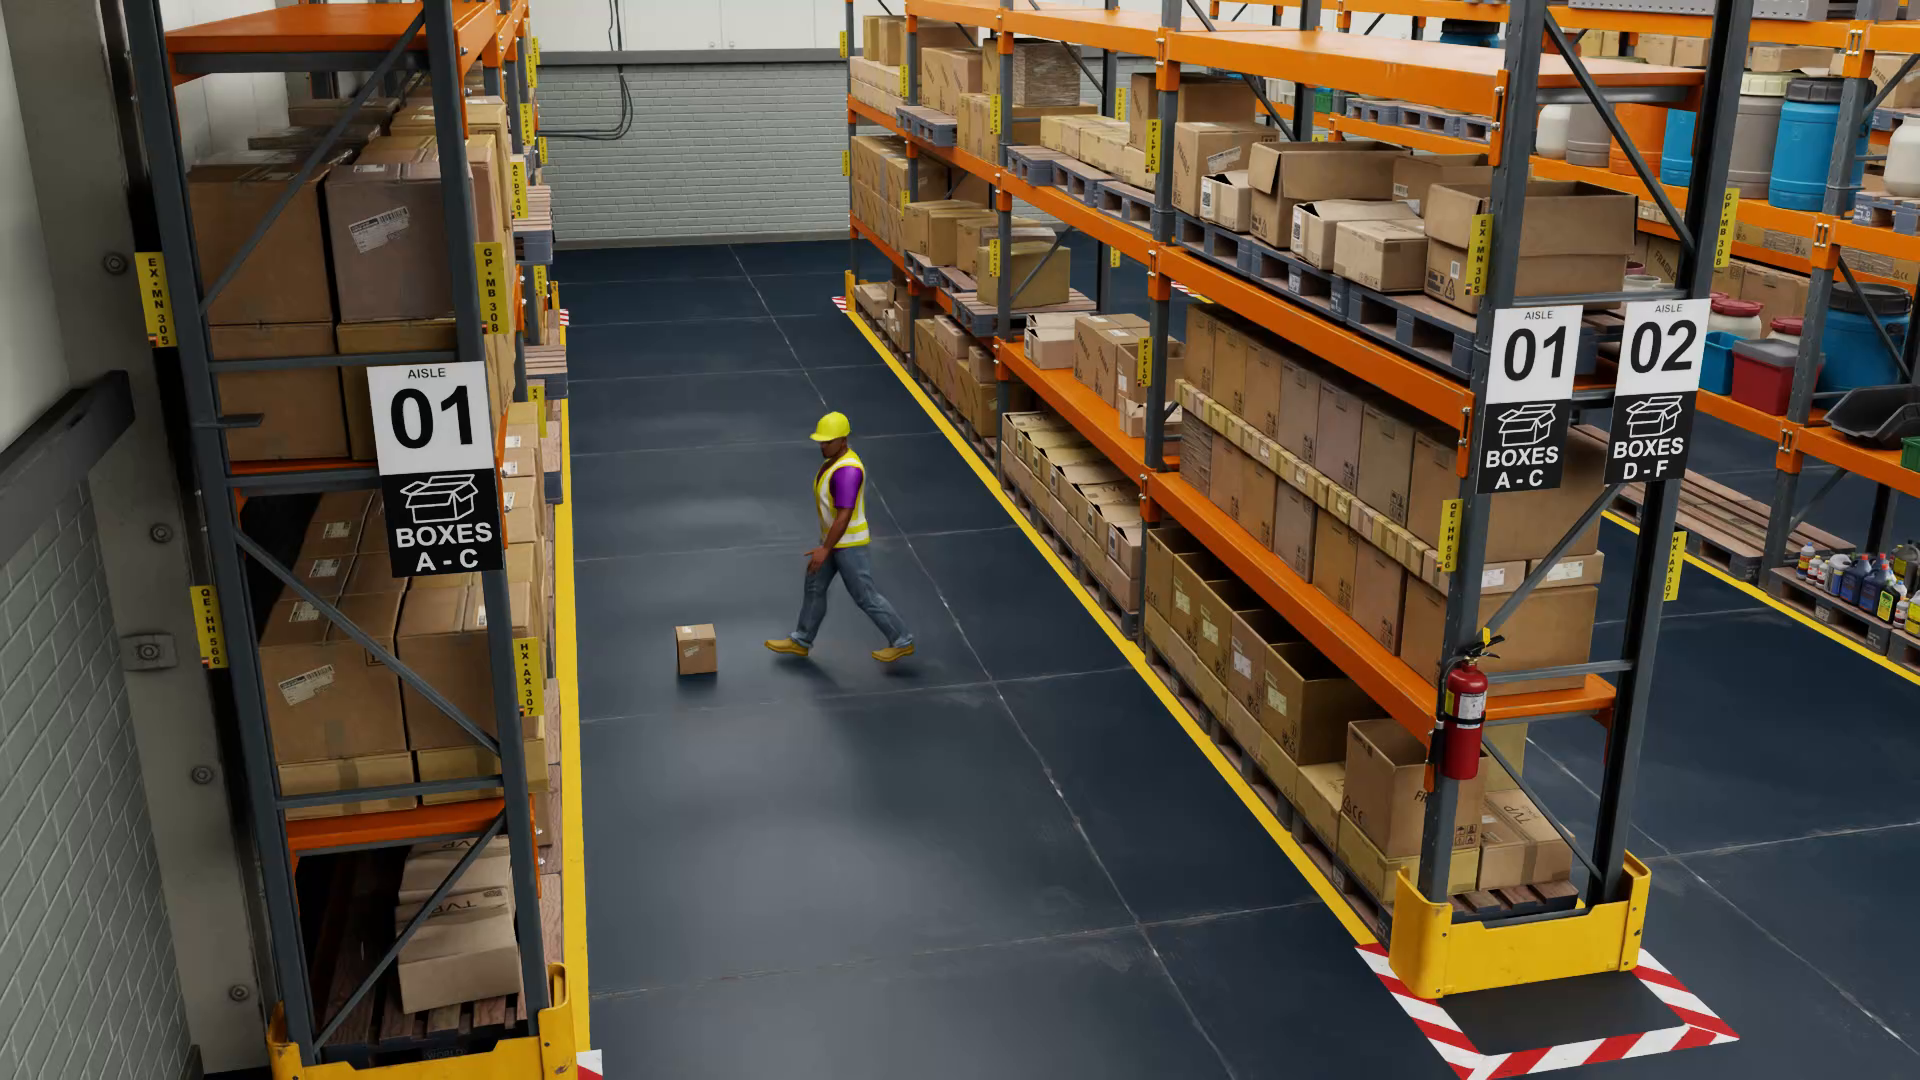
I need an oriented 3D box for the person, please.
[{"bbox_3d":[-0.817,-0.003,11.045,0.996,1.734,0.700,-4,20,-11],"label":"person"}]
